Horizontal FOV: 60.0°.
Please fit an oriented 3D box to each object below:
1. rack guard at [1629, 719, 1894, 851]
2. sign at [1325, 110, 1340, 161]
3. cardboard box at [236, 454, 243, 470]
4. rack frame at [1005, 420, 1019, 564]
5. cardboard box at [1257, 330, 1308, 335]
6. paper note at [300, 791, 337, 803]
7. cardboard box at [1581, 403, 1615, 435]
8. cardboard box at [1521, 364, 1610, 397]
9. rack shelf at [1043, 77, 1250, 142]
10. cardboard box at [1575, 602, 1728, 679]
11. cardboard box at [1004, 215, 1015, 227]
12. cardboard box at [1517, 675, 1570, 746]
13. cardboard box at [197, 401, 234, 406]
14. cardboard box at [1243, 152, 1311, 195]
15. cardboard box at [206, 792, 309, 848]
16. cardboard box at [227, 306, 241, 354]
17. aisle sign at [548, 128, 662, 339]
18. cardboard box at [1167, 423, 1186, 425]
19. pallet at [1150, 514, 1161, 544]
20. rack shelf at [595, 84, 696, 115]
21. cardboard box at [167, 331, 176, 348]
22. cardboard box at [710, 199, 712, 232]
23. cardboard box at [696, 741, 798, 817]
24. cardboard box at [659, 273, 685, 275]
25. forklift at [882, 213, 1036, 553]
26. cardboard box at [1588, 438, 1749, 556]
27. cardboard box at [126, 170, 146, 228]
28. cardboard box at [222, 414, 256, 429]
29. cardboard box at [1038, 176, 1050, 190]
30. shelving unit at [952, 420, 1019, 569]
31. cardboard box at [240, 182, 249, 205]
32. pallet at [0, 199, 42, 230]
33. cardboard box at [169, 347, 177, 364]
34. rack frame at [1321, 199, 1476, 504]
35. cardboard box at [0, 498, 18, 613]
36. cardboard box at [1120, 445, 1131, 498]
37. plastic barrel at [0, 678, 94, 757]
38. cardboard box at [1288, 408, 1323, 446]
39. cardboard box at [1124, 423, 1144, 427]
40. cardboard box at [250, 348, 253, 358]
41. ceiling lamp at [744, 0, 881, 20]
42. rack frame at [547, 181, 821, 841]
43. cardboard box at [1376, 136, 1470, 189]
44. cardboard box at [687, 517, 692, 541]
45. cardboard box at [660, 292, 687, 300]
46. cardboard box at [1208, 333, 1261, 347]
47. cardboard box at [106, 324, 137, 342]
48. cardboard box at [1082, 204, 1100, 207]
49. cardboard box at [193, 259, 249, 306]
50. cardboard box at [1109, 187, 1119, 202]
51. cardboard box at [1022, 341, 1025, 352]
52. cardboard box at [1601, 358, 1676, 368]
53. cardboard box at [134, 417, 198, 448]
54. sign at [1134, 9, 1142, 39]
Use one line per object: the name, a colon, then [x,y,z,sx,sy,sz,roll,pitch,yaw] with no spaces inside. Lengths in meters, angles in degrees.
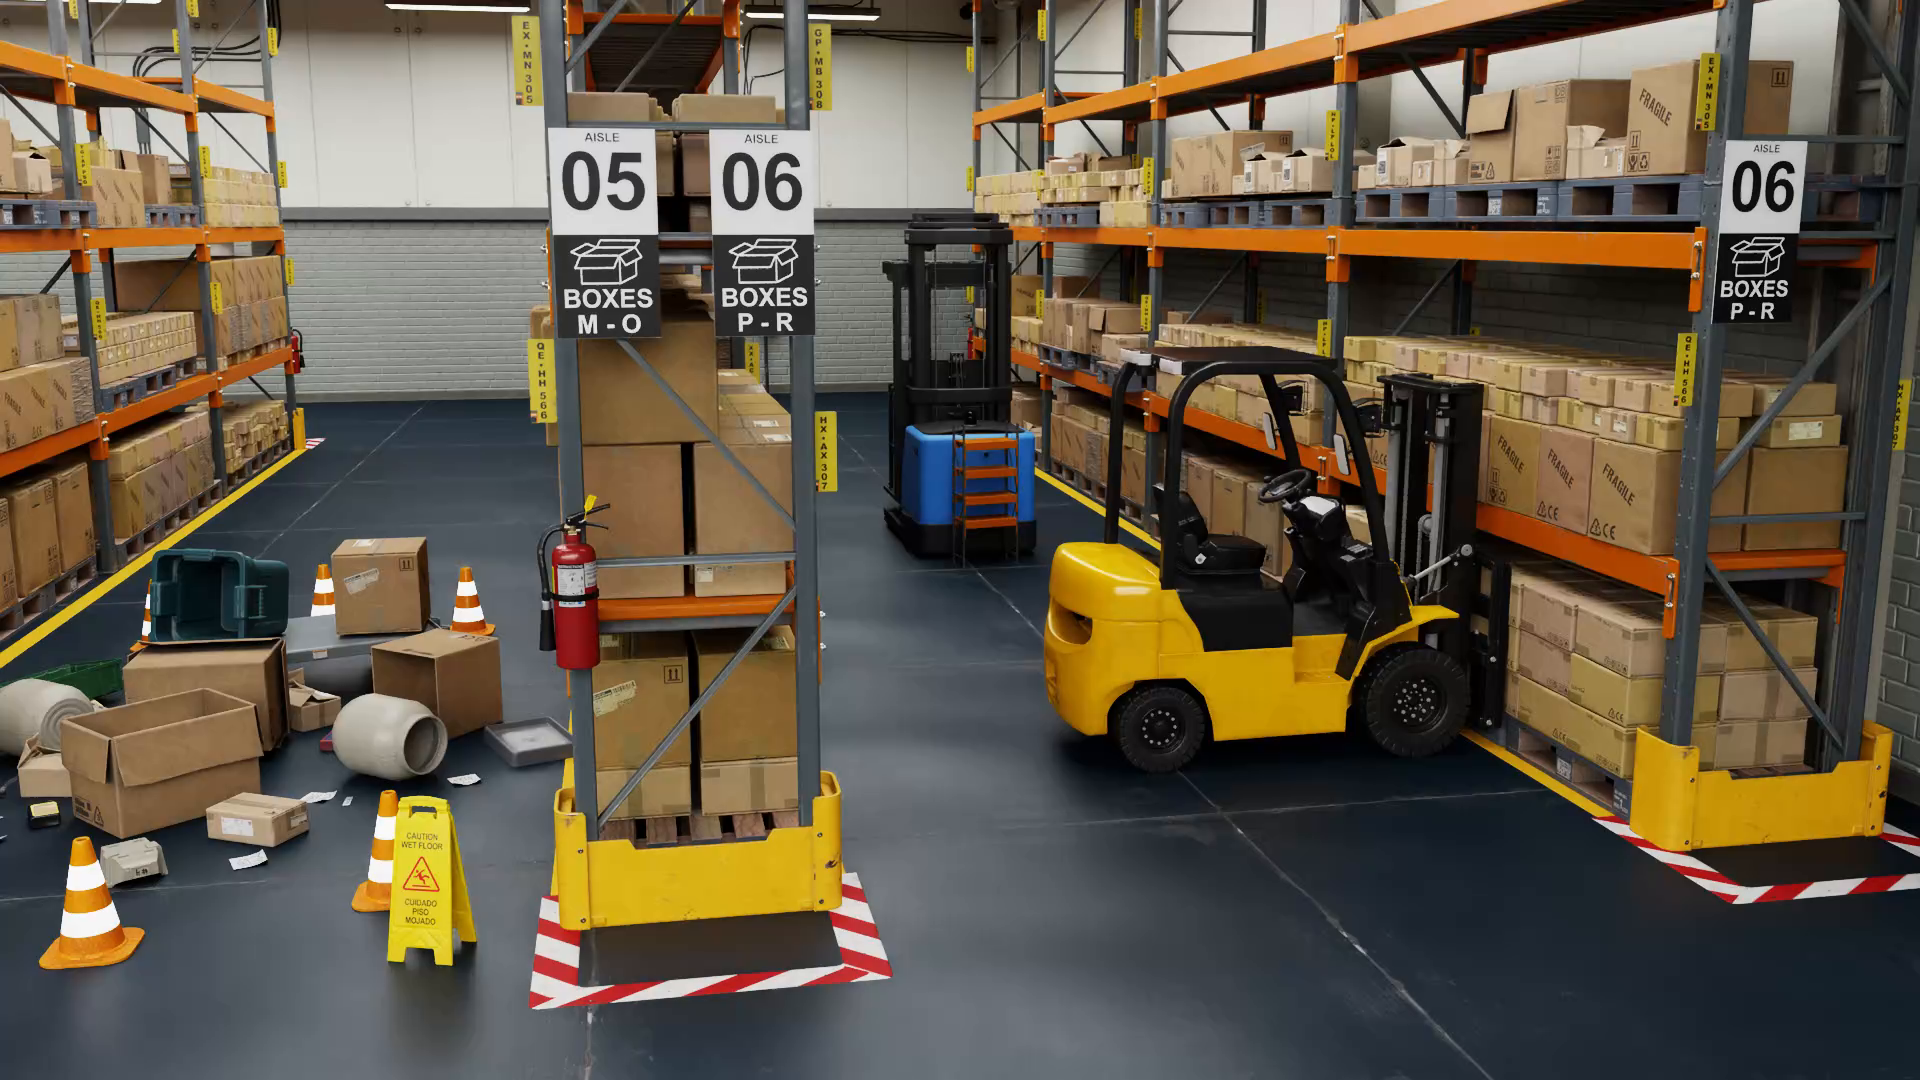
rack guard: [3.791,1.138,7.879,1.175,0.500,0.348,-2,11,-11]
sign: [2.478,-2.688,11.052,0.100,0.325,0.005,-2,11,-11]
cardboard box: [-8.059,-0.848,18.133,0.380,0.149,0.250,-2,11,-9]
rack frame: [0.439,-0.406,14.123,0.015,1.200,0.240,-4,12,-22]
cardboard box: [2.734,-1.690,14.051,0.380,0.149,0.250,-2,11,-11]
paper note: [-3.236,1.289,8.373,0.148,0.019,0.142,2,11,9]
cardboard box: [3.375,-0.611,8.381,0.380,0.149,0.250,-2,11,-10]
cardboard box: [3.219,-0.849,8.838,0.380,0.149,0.250,-2,11,-10]
rack shelf: [1.841,-4.325,16.848,1.077,0.370,4.000,-2,11,-11]
cardboard box: [3.391,0.486,8.177,0.500,0.250,0.500,-2,11,-9]
cardboard box: [0.764,-3.982,20.743,0.380,0.149,0.250,-2,11,-10]
cardboard box: [3.298,0.884,8.760,0.500,0.250,0.500,-2,11,-11]
cardboard box: [-9.261,-1.638,20.693,0.380,0.149,0.250,-3,11,-14]
cardboard box: [2.479,-2.778,12.593,0.500,0.311,0.500,-3,11,-13]
cardboard box: [-3.318,1.321,7.860,0.380,0.149,0.250,4,11,18]
cardboard box: [-8.204,-2.301,18.200,0.500,0.500,0.500,-2,11,-11]
aisle sign: [-1.354,-1.168,6.358,0.394,0.787,0.004,-2,11,-11]
cardboard box: [2.321,-1.111,16.838,0.380,0.149,0.250,-3,11,-14]
pallet: [2.352,-0.039,14.837,1.003,0.211,1.213,-2,11,-11]
rack shelf: [-3.027,-4.144,15.896,1.077,0.370,4.000,-2,11,-11]
cardboard box: [-7.825,-1.935,16.092,0.380,0.149,0.250,-2,11,-13]
cardboard box: [-0.828,-1.336,6.841,0.380,0.149,0.250,-2,11,-11]
cardboard box: [-0.967,1.074,7.765,0.500,0.250,0.500,-2,11,-11]
cardboard box: [-3.271,-2.750,18.682,0.500,0.500,0.500,-2,11,-11]
forklift: [-0.119,-1.555,15.530,1.130,2.935,3.031,-2,11,-11]
cardboard box: [3.433,-0.224,8.083,0.500,0.500,0.500,-2,11,-12]
cardboard box: [-7.530,-3.002,14.655,0.500,0.500,0.500,-2,11,-11]
cardboard box: [-8.394,-1.372,19.291,0.380,0.149,0.250,-2,11,-11]
cardboard box: [1.080,-3.976,18.527,0.380,0.149,0.250,-2,11,-9]
shelving unit: [0.214,-0.389,14.030,0.503,1.200,0.258,-4,12,-22]
cardboard box: [-8.406,-3.938,18.908,0.500,0.250,0.500,-3,11,-13]
pallet: [-7.076,-2.241,11.432,1.003,0.211,1.213,-2,11,-8]
cardboard box: [-7.834,-1.793,16.144,0.380,0.149,0.250,-3,11,-14]
rack frame: [3.008,-0.828,11.523,1.000,3.000,0.127,-2,11,-11]
cardboard box: [-7.088,0.163,11.210,1.050,0.750,0.750,-2,11,-11]
cardboard box: [1.850,-0.702,16.423,0.500,0.500,0.500,-2,11,-12]
plastic barrel: [-4.970,0.970,8.969,0.512,0.421,0.421,6,12,28]
cardboard box: [2.654,-0.837,11.973,0.500,0.250,0.500,-2,11,-10]
cardboard box: [1.788,-1.089,16.721,0.380,0.149,0.250,-2,11,-9]
cardboard box: [-8.457,-2.188,19.344,0.380,0.149,0.250,-2,11,-10]
ceiling lamp: [-2.131,-9.250,24.118,2.000,3.185,0.800,-2,11,-11]
rack frame: [-1.082,0.087,6.717,1.000,3.000,0.127,-2,11,-11]
cardboard box: [2.931,-2.351,10.354,0.500,0.311,0.500,-2,11,-10]
cardboard box: [-1.178,-0.097,8.358,0.380,0.149,0.250,-2,11,-9]
cardboard box: [-1.909,-1.150,9.479,0.700,0.500,0.500,-2,11,-11]
cardboard box: [2.265,-1.624,13.702,0.380,0.149,0.250,-2,11,-10]
cardboard box: [-7.577,-1.841,14.805,0.380,0.149,0.250,-2,11,-8]
cardboard box: [1.633,-3.944,19.480,0.500,0.250,0.500,-2,11,-12]
cardboard box: [-8.284,-2.881,18.575,0.500,0.500,0.500,-2,11,-10]
cardboard box: [1.701,-3.450,16.614,0.380,0.149,0.250,-2,11,-9]
cardboard box: [0.972,-2.364,20.265,0.380,0.149,0.250,-2,11,-10]
cardboard box: [3.784,-0.920,9.208,0.380,0.149,0.250,-2,11,-12]
cardboard box: [-7.772,-1.040,16.194,0.500,0.250,0.500,-2,11,-8]
sign: [1.996,-5.800,18.680,0.100,0.325,0.005,-2,11,-11]
